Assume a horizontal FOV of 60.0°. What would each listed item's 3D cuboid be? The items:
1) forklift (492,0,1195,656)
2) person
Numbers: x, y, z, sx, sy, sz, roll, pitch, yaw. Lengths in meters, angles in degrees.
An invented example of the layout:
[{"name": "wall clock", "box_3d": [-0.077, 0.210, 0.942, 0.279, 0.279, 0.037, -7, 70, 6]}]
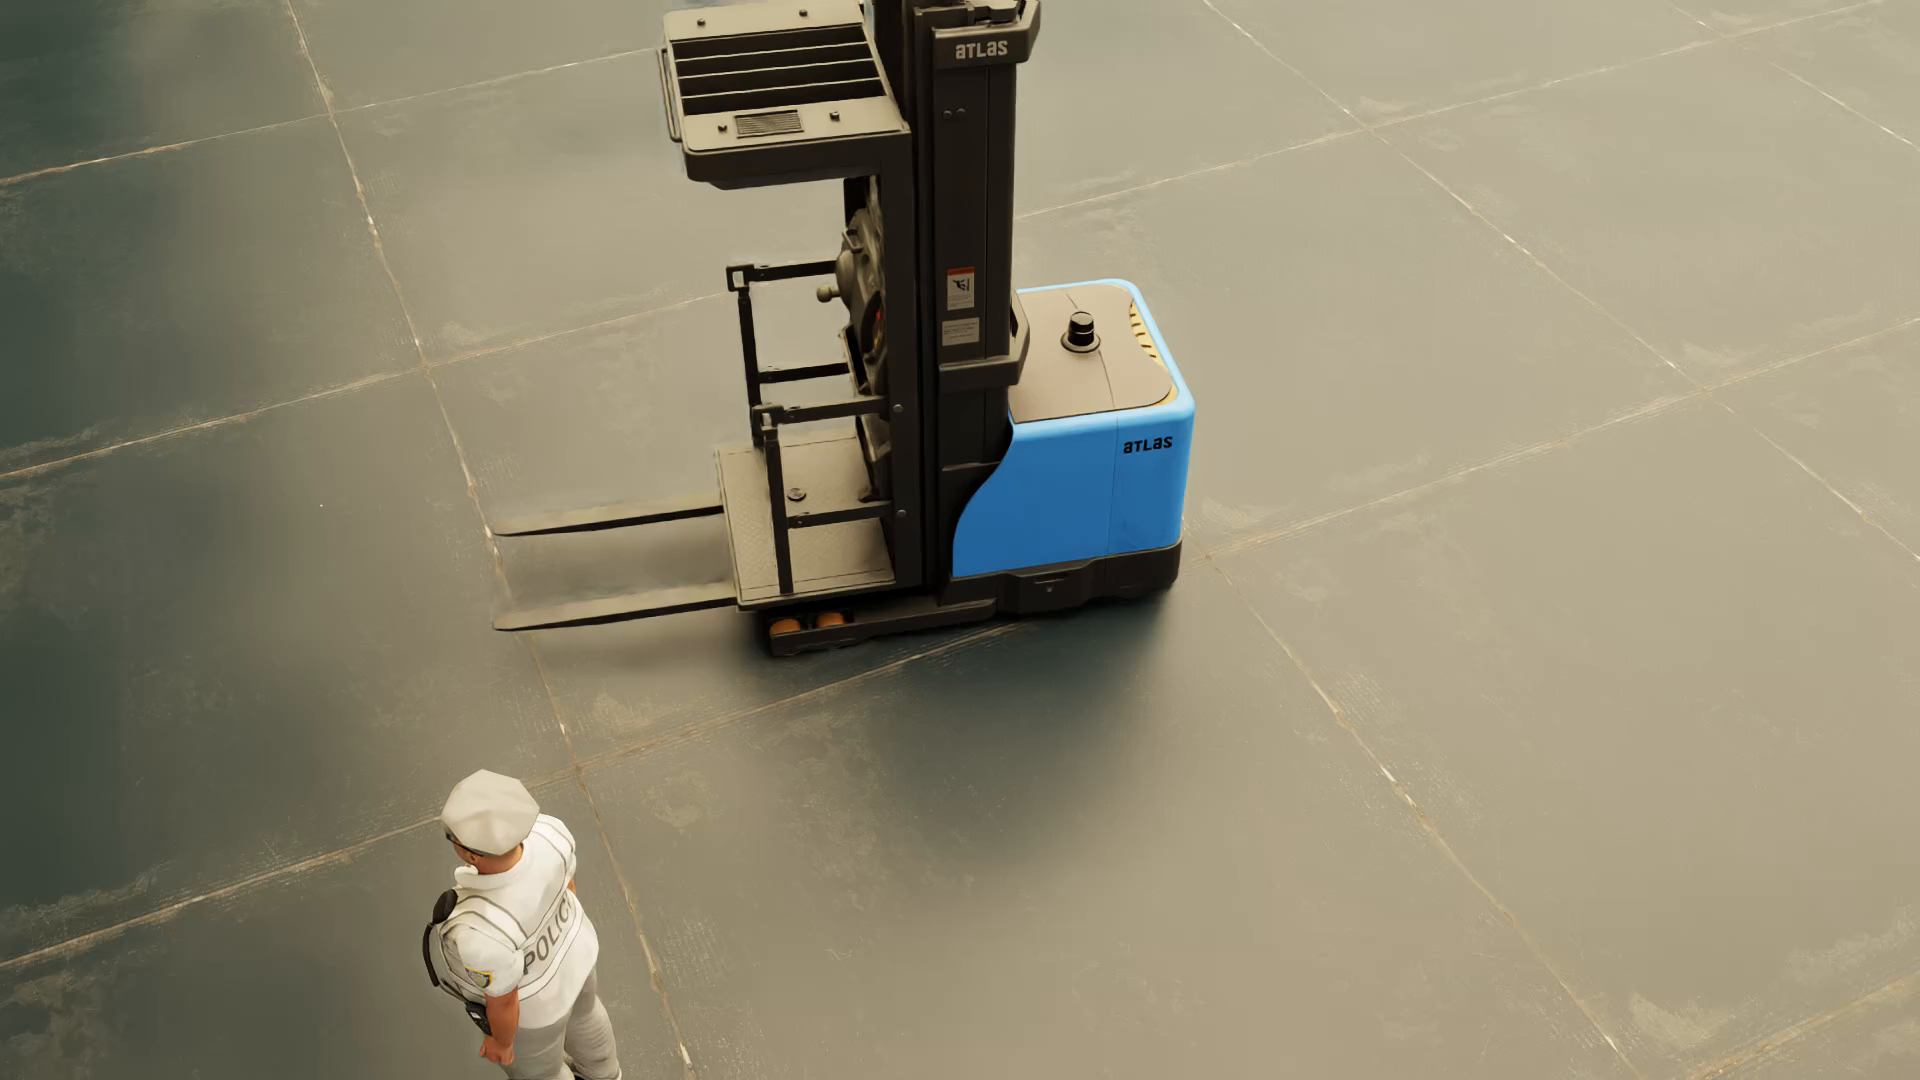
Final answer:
[{"name": "forklift", "box_3d": [-0.579, -0.960, 6.709, 3.031, 2.935, 1.130, -8, 44, -9]}, {"name": "person", "box_3d": [-1.334, 1.328, 5.108, 0.410, 1.775, 0.528, 10, 44, 11]}]
